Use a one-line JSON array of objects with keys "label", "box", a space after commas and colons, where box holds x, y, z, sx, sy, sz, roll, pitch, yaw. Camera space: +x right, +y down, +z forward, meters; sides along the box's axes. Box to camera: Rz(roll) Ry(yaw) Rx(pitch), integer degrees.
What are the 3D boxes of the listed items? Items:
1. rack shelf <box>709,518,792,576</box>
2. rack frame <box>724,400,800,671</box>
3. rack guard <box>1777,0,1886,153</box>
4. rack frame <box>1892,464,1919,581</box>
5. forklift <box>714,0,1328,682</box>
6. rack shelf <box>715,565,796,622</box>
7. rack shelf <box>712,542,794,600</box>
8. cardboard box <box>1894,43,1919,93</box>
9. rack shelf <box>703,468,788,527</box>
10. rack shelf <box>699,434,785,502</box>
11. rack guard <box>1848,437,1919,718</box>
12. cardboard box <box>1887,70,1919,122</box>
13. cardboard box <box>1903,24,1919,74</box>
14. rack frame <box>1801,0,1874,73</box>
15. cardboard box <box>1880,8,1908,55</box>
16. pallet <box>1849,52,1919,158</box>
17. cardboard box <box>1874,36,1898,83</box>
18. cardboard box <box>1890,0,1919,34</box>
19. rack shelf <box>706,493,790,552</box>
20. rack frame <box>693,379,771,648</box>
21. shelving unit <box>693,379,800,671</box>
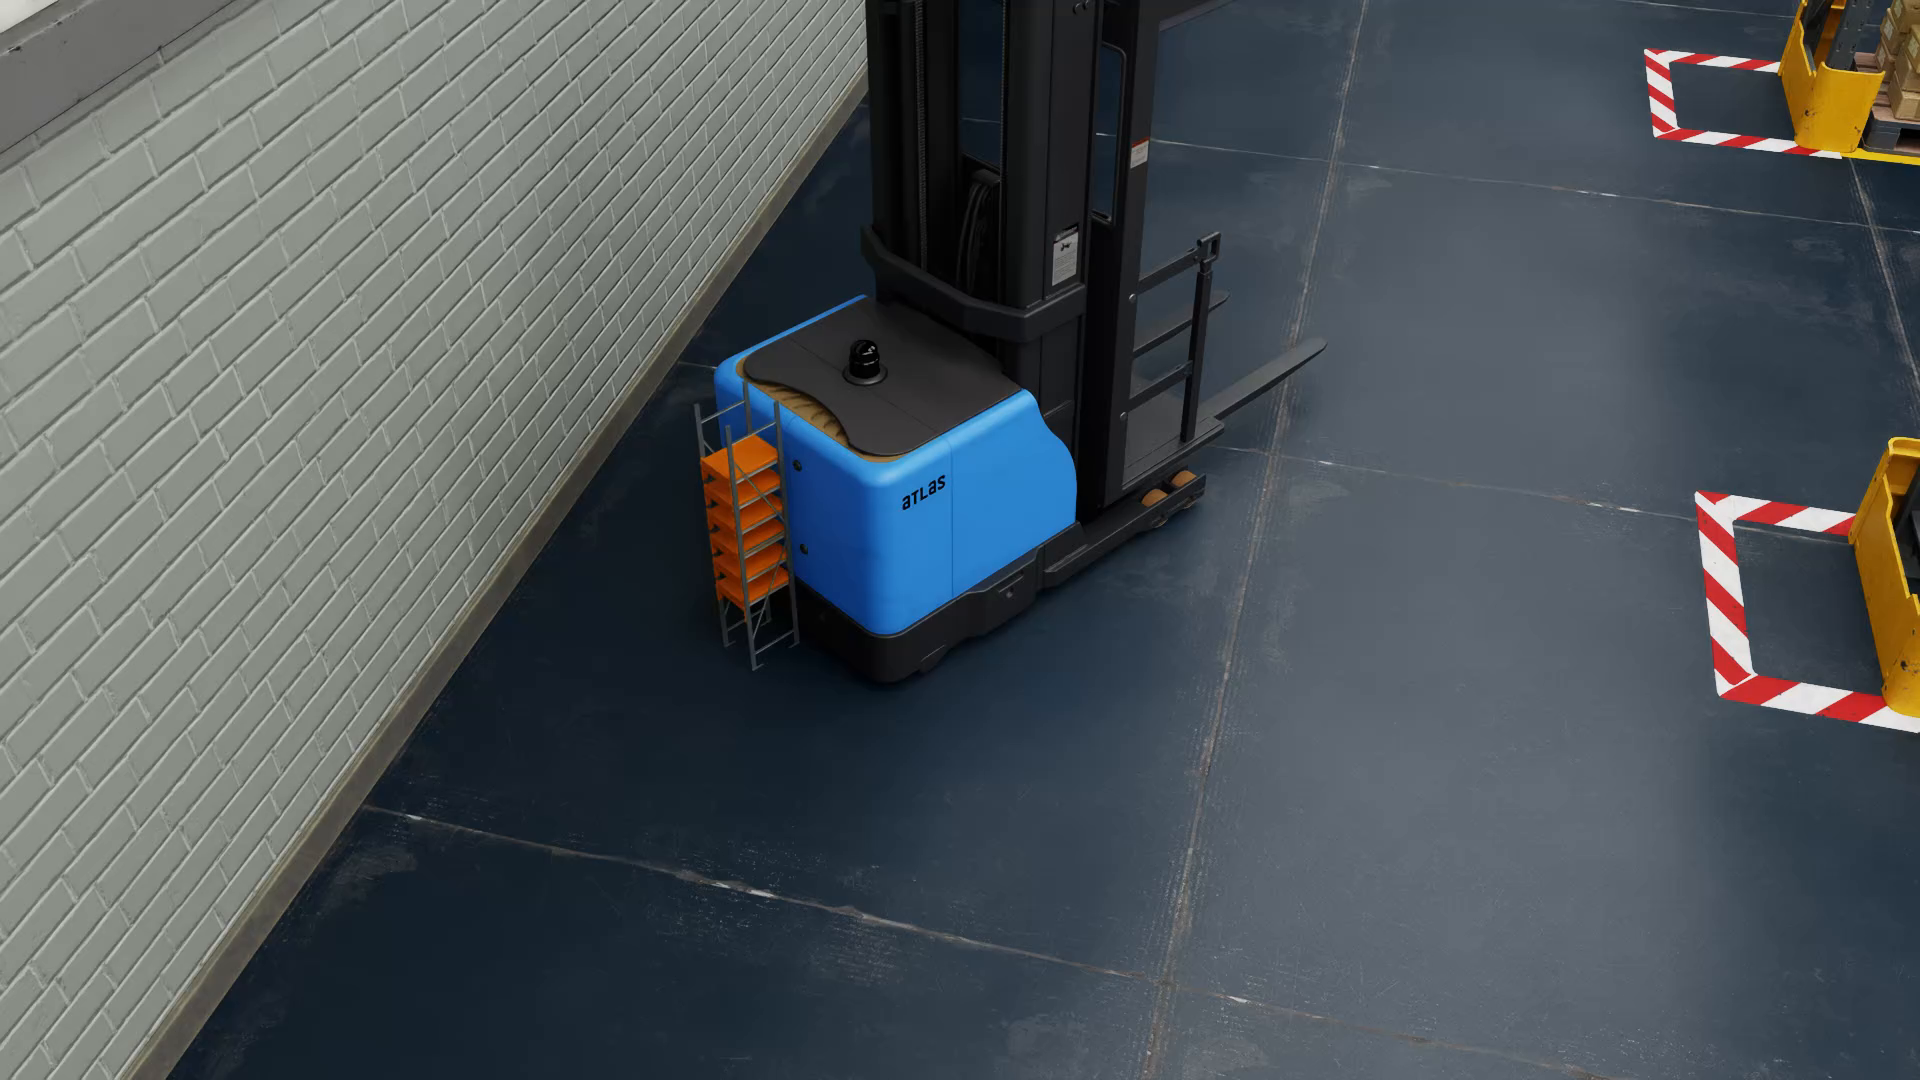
[{"label": "rack shelf", "box": [-0.804, 0.002, 6.384, 0.258, 0.103, 0.180, -31, 49, -32]}, {"label": "rack frame", "box": [-0.741, 0.010, 6.305, 0.240, 1.200, 0.006, -31, 49, -32]}, {"label": "rack guard", "box": [5.390, -2.906, 10.322, 0.348, 0.500, 1.175, 10, 41, 11]}, {"label": "rack frame", "box": [3.937, -0.812, 5.884, 0.127, 3.000, 1.000, 10, 41, 11]}, {"label": "forklift", "box": [0.453, -1.397, 6.635, 3.031, 2.935, 1.130, -31, 49, -32]}, {"label": "rack shelf", "box": [-0.804, 0.185, 6.538, 0.258, 0.103, 0.180, -31, 49, -32]}, {"label": "rack shelf", "box": [-0.804, 0.094, 6.461, 0.258, 0.103, 0.180, -31, 49, -32]}, {"label": "cardboard box", "box": [5.757, -2.813, 9.926, 0.250, 0.149, 0.380, 11, 41, 13]}, {"label": "rack shelf", "box": [-0.804, -0.182, 6.230, 0.258, 0.103, 0.180, -31, 49, -32]}, {"label": "rack shelf", "box": [-0.804, -0.274, 6.153, 0.258, 0.103, 0.180, -31, 49, -32]}, {"label": "rack guard", "box": [3.914, 0.142, 6.693, 0.348, 0.500, 1.175, 10, 41, 11]}, {"label": "cardboard box", "box": [5.740, -2.659, 9.974, 0.250, 0.149, 0.380, 11, 41, 12]}, {"label": "cardboard box", "box": [5.735, -2.875, 9.768, 0.250, 0.149, 0.380, 8, 41, 9]}, {"label": "rack frame", "box": [5.317, -3.876, 9.533, 0.127, 3.000, 1.000, 10, 41, 11]}, {"label": "cardboard box", "box": [5.901, -3.149, 10.326, 0.250, 0.149, 0.380, 9, 41, 10]}, {"label": "pallet", "box": [6.166, -2.639, 10.228, 1.213, 0.211, 1.003, 10, 41, 11]}, {"label": "cardboard box", "box": [5.879, -2.987, 10.365, 0.250, 0.149, 0.380, 10, 41, 12]}, {"label": "cardboard box", "box": [5.894, -3.243, 10.206, 0.250, 0.149, 0.380, 10, 41, 12]}, {"label": "rack shelf", "box": [-0.804, -0.090, 6.307, 0.258, 0.103, 0.180, -31, 49, -32]}, {"label": "rack frame", "box": [-0.866, -0.075, 6.406, 0.240, 1.200, 0.006, -31, 49, -32]}, {"label": "shelving unit", "box": [-0.804, -0.032, 6.356, 0.258, 1.200, 0.189, -31, 49, -32]}]
